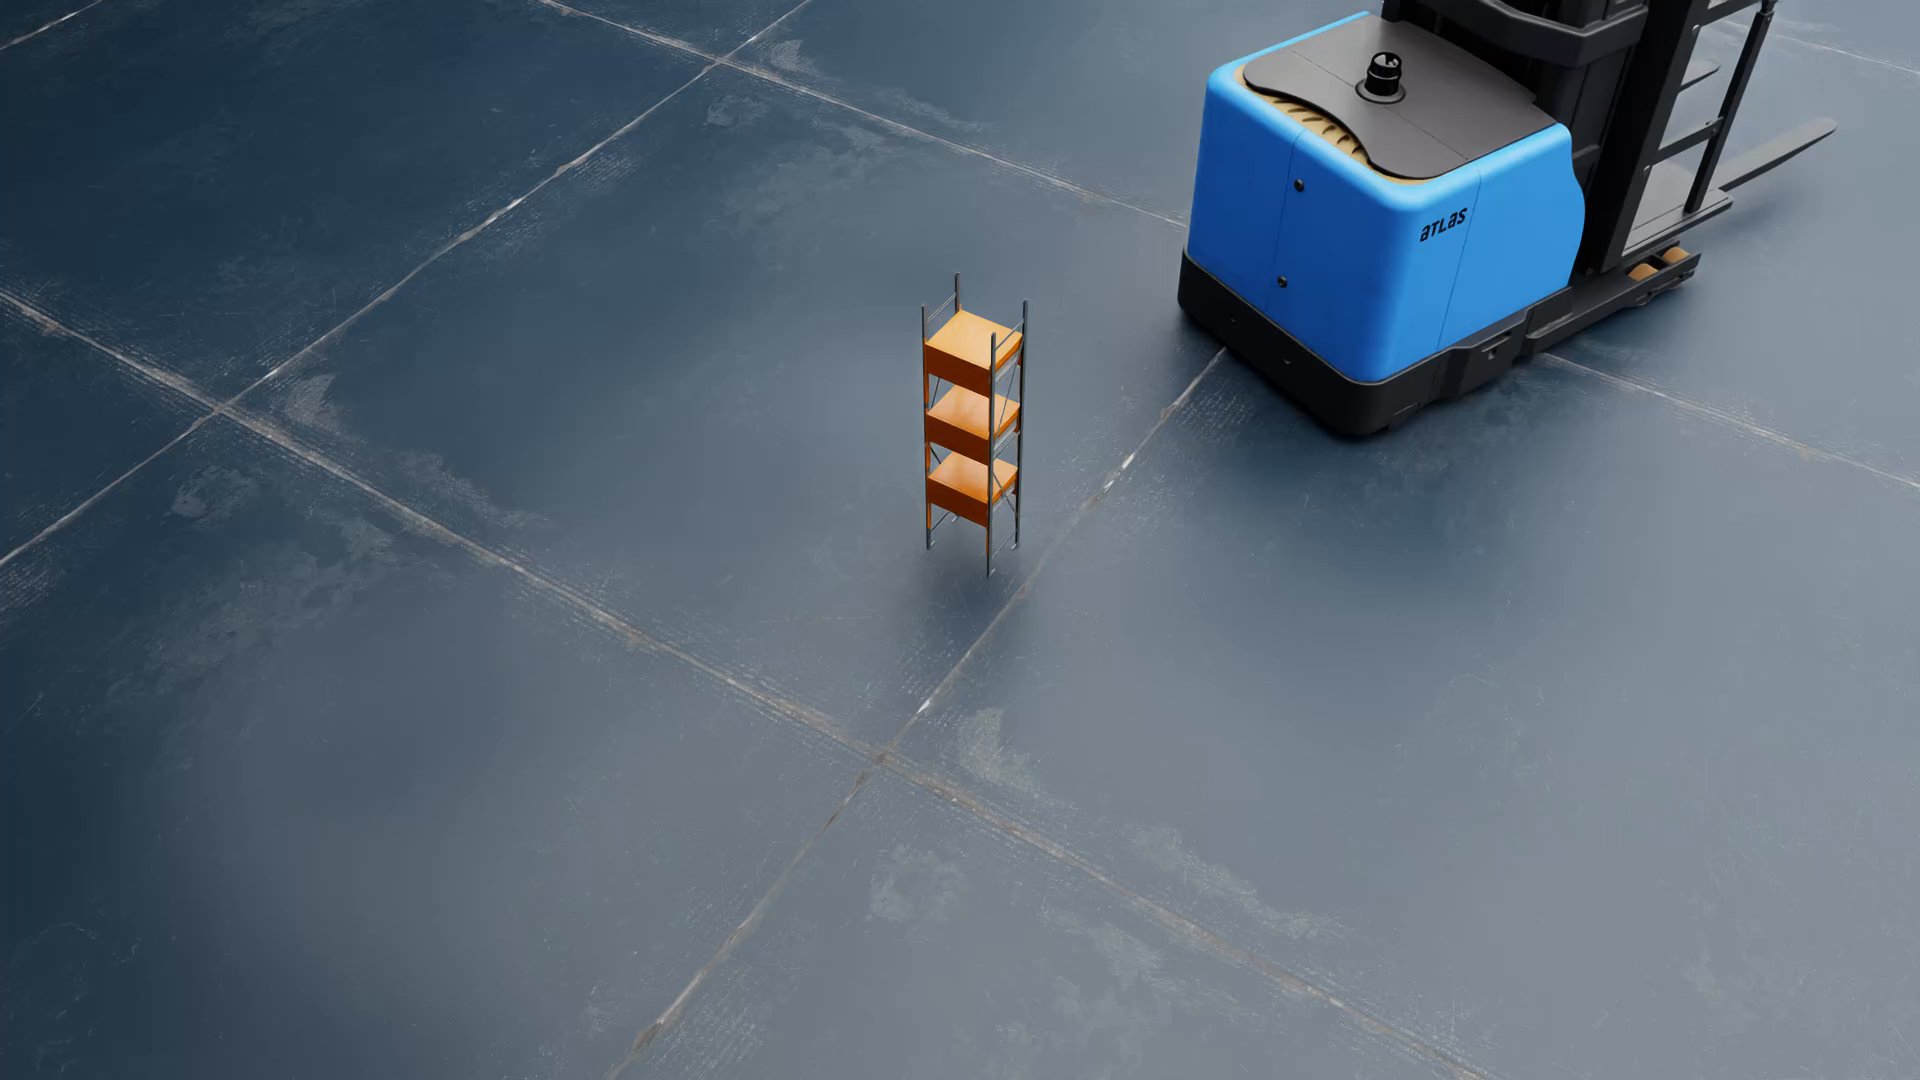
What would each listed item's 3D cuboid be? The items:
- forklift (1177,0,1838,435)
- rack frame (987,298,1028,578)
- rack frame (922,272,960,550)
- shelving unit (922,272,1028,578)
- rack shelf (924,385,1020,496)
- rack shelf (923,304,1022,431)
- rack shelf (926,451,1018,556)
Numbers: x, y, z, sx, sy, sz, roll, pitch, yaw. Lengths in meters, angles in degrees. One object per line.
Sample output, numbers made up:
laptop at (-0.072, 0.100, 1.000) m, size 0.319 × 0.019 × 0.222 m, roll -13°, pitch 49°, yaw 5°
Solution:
forklift at (2.362, -2.245, 5.888) m, size 3.031 × 2.935 × 1.130 m, roll -26°, pitch 51°, yaw -23°
rack frame at (0.148, -0.298, 5.307) m, size 0.008 × 1.050 × 0.200 m, roll 25°, pitch 51°, yaw 22°
rack frame at (-0.058, -0.392, 5.399) m, size 0.008 × 1.050 × 0.200 m, roll 25°, pitch 51°, yaw 22°
shelving unit at (0.045, -0.345, 5.353) m, size 0.252 × 1.050 × 0.215 m, roll 25°, pitch 51°, yaw 22°
rack shelf at (0.045, -0.338, 5.361) m, size 0.240 × 0.259 × 0.215 m, roll 25°, pitch 51°, yaw 22°
rack shelf at (0.045, -0.536, 5.157) m, size 0.240 × 0.259 × 0.215 m, roll 25°, pitch 51°, yaw 22°
rack shelf at (0.045, -0.144, 5.560) m, size 0.240 × 0.259 × 0.215 m, roll 25°, pitch 51°, yaw 22°
